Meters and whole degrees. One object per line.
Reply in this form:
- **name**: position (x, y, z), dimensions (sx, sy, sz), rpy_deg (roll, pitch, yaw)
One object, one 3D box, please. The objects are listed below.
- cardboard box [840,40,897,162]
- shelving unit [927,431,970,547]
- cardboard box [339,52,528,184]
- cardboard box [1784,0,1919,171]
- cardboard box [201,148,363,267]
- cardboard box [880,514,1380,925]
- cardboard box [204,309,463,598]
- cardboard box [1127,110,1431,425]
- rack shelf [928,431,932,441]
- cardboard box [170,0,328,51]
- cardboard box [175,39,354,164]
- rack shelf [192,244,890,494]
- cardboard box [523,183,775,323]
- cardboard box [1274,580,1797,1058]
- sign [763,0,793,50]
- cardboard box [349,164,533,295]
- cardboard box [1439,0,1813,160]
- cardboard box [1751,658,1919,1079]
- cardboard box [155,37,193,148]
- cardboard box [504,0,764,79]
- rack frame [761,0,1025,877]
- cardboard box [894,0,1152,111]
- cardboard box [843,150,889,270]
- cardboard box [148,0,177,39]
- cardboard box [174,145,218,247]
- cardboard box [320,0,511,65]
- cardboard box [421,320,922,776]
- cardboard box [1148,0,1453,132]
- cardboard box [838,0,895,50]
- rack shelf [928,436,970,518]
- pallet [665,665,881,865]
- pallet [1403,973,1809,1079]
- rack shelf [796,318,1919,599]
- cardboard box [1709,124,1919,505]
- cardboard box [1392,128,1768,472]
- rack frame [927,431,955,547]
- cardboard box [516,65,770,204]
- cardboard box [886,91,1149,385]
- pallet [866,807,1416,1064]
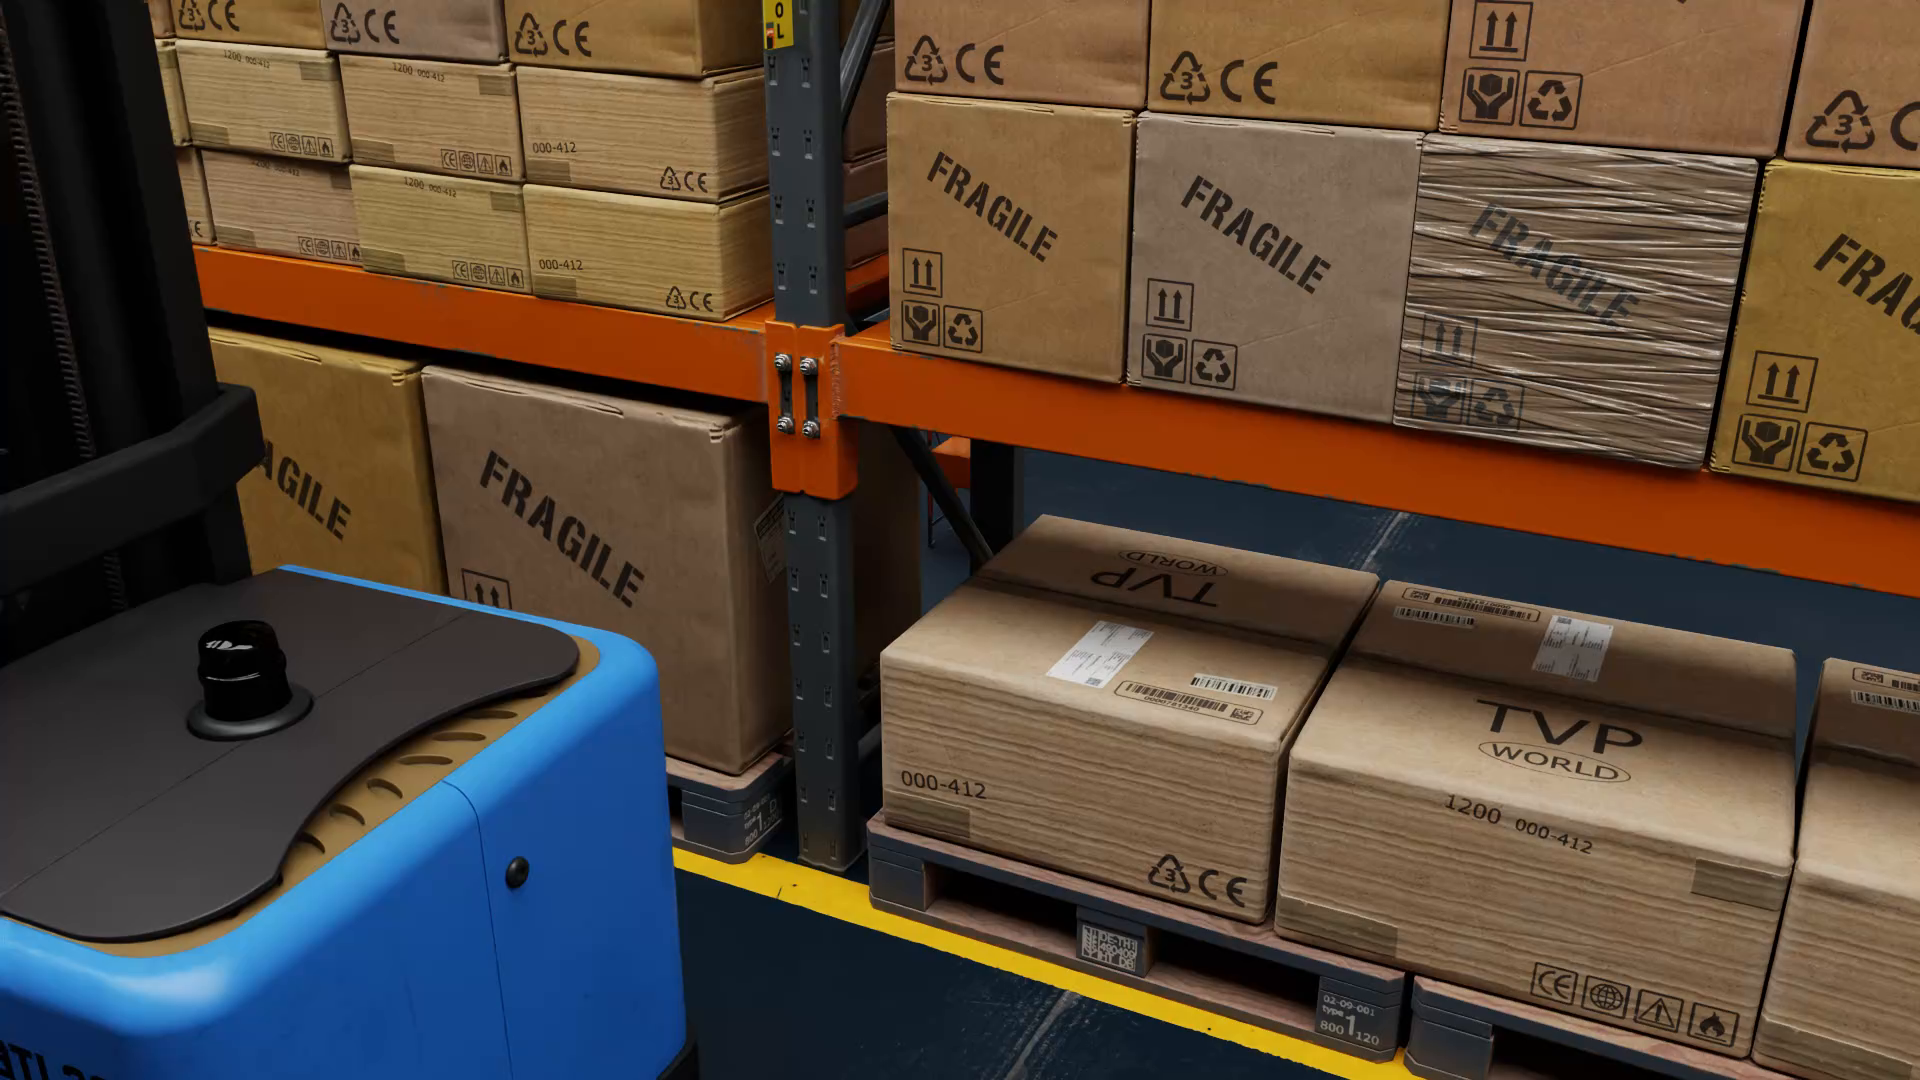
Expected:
- **cardboard box**: position (-0.369, -1.114, 4.089), dimensions (0.500, 0.250, 0.500), rpy_deg (10, 25, 23)
- **shelving unit**: position (0.048, -0.474, 5.522), dimensions (0.252, 1.050, 0.215), rpy_deg (11, 25, 25)
- **cardboard box**: position (-1.056, -1.016, 3.860), dimensions (0.500, 0.250, 0.500), rpy_deg (12, 26, 26)
- **cardboard box**: position (1.561, -0.839, 2.484), dimensions (0.500, 0.500, 0.500), rpy_deg (11, 25, 24)
- **cardboard box**: position (-1.513, -0.885, 4.190), dimensions (0.500, 0.250, 0.500), rpy_deg (10, 25, 23)
- **cardboard box**: position (0.408, 0.357, 3.814), dimensions (0.875, 0.438, 0.875), rpy_deg (11, 25, 24)
- **cardboard box**: position (-1.503, -0.231, 4.638), dimensions (0.875, 0.875, 0.875), rpy_deg (12, 26, 26)
- **cardboard box**: position (0.644, -0.558, 3.102), dimensions (0.500, 0.500, 0.500), rpy_deg (11, 26, 25)
- **rack shelf**: position (0.048, -0.464, 5.526), dimensions (0.240, 0.259, 0.215), rpy_deg (11, 25, 25)
- **cardboard box**: position (-1.524, -1.459, 3.943), dimensions (0.500, 0.500, 0.500), rpy_deg (12, 26, 26)
- **cardboard box**: position (-1.521, -1.106, 4.070), dimensions (0.500, 0.250, 0.500), rpy_deg (12, 26, 26)
- **rack shelf**: position (-1.889, -0.799, 4.715), dimensions (4.000, 0.370, 1.077), rpy_deg (11, 25, 25)
- **cardboard box**: position (-0.618, -0.699, 3.752), dimensions (0.500, 0.250, 0.500), rpy_deg (11, 25, 23)
- **cardboard box**: position (1.207, 0.515, 3.443), dimensions (0.875, 0.438, 0.875), rpy_deg (10, 25, 23)
- **sign**: position (-0.340, -1.082, 3.083), dimensions (0.005, 0.325, 0.100), rpy_deg (11, 25, 25)
- **cardboard box**: position (-1.072, -0.789, 3.965), dimensions (0.500, 0.250, 0.500), rpy_deg (11, 25, 24)
- **cardboard box**: position (1.112, -0.928, 2.695), dimensions (0.500, 0.500, 0.500), rpy_deg (12, 26, 26)
- **cardboard box**: position (2.011, 0.675, 3.067), dimensions (0.875, 0.438, 0.875), rpy_deg (12, 26, 26)
- **cardboard box**: position (-1.986, -1.190, 4.269), dimensions (0.500, 0.250, 0.500), rpy_deg (12, 26, 25)
- **cardboard box**: position (-0.616, -1.274, 3.508), dimensions (0.500, 0.500, 0.500), rpy_deg (12, 26, 26)
- **rack frame**: position (-0.104, -0.777, 3.744), dimensions (0.127, 3.000, 1.000), rpy_deg (11, 25, 25)
- **cardboard box**: position (0.212, -1.114, 3.132), dimensions (0.500, 0.500, 0.500), rpy_deg (11, 26, 25)
- **cardboard box**: position (-0.377, -0.878, 4.173), dimensions (0.500, 0.250, 0.500), rpy_deg (11, 25, 23)
- **cardboard box**: position (-1.993, -1.545, 4.146), dimensions (0.500, 0.500, 0.500), rpy_deg (12, 26, 25)
- **cardboard box**: position (-1.976, -0.975, 4.401), dimensions (0.500, 0.250, 0.500), rpy_deg (11, 25, 25)
- **cardboard box**: position (-1.081, -1.363, 3.717), dimensions (0.500, 0.500, 0.500), rpy_deg (12, 26, 26)
- **cardboard box**: position (-0.693, -0.074, 4.269), dimensions (0.875, 0.875, 0.875), rpy_deg (12, 26, 26)
- **cardboard box**: position (0.660, -1.023, 2.917), dimensions (0.500, 0.500, 0.500), rpy_deg (11, 25, 24)
- **cardboard box**: position (-0.367, -1.461, 3.947), dimensions (0.500, 0.500, 0.500), rpy_deg (12, 26, 25)
- **rack shelf**: position (0.048, -0.208, 5.635), dimensions (0.240, 0.259, 0.215), rpy_deg (11, 25, 25)
- **pallet**: position (-0.826, 0.397, 4.548), dimensions (1.213, 0.211, 1.003), rpy_deg (11, 25, 25)
- **pallet**: position (1.632, 0.883, 3.404), dimensions (1.213, 0.211, 1.003), rpy_deg (11, 25, 25)
- **rack shelf**: position (1.681, -0.093, 3.054), dimensions (4.000, 0.370, 1.077), rpy_deg (11, 25, 25)
- **cardboard box**: position (1.545, -0.377, 2.676), dimensions (0.500, 0.500, 0.500), rpy_deg (12, 26, 26)
- **cardboard box**: position (1.085, -0.468, 2.890), dimensions (0.500, 0.500, 0.500), rpy_deg (11, 26, 25)
- **rack frame**: position (-0.061, -0.495, 5.573), dimensions (0.008, 1.050, 0.200), rpy_deg (11, 25, 25)
- **cardboard box**: position (-0.607, -0.931, 3.659), dimensions (0.500, 0.250, 0.500), rpy_deg (11, 25, 24)
- **cardboard box**: position (0.197, -0.648, 3.314), dimensions (0.500, 0.500, 0.500), rpy_deg (12, 26, 26)
- **pallet**: position (0.540, 0.668, 3.909), dimensions (1.213, 0.211, 1.003), rpy_deg (11, 25, 25)
